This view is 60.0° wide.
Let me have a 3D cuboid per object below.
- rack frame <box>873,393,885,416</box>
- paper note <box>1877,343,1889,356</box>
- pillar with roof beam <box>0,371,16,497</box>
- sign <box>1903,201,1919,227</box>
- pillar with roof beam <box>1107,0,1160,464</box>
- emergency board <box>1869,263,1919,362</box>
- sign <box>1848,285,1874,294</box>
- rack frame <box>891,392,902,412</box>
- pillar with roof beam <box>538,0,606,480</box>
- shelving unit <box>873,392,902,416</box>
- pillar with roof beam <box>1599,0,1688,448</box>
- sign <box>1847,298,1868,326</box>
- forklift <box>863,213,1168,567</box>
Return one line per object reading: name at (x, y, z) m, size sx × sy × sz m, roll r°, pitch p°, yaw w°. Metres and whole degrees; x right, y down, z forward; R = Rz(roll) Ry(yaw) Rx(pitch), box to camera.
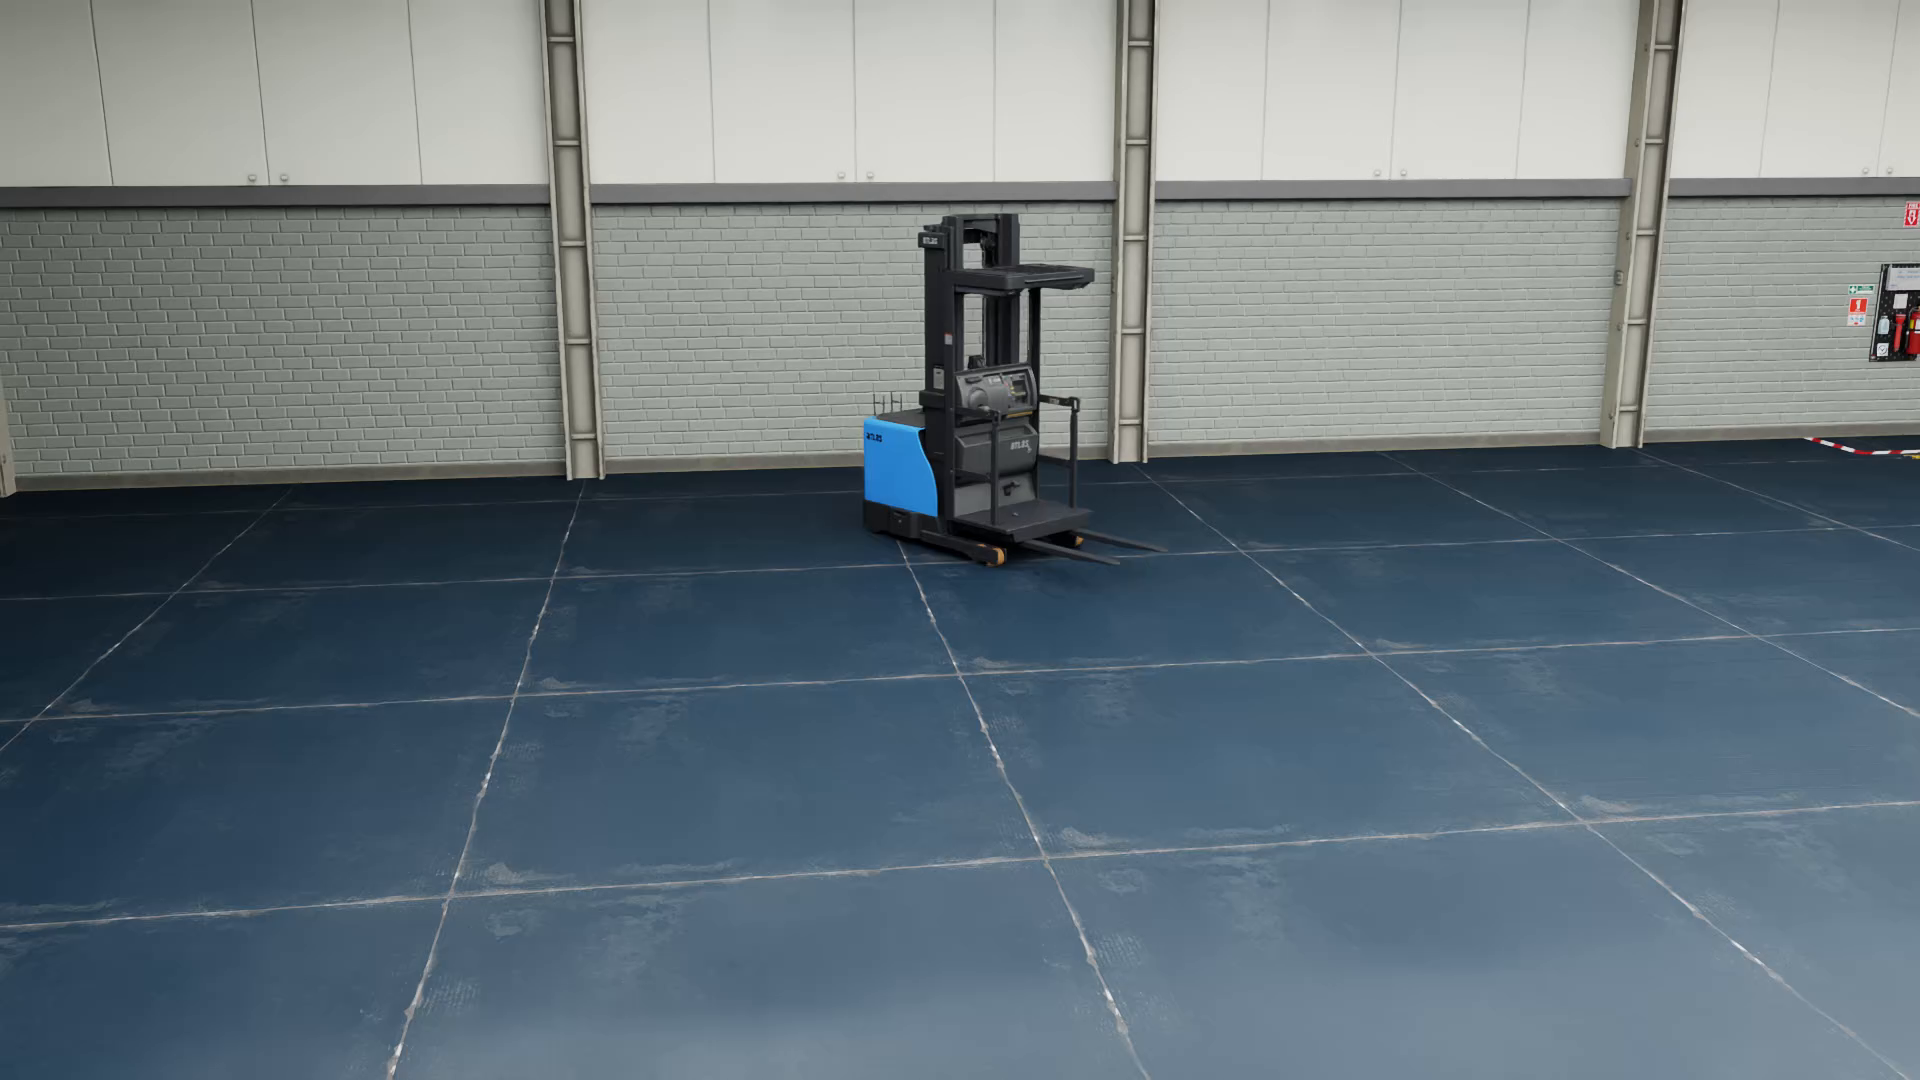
rack frame at (-0.759, -0.796, 15.929) m, size 0.006 × 1.200 × 0.240 m, roll -7°, pitch 13°, yaw -26°
paper note at (11.125, -2.295, 20.044) m, size 0.142 × 0.148 × 0.016 m, roll -2°, pitch 14°, yaw -8°
pillar with roof beam at (-9.331, -3.797, 11.890) m, size 0.400 × 9.000 × 9.100 m, roll -2°, pitch 14°, yaw -8°
sign at (11.288, -3.860, 19.709) m, size 0.199 × 0.298 × 0.001 m, roll -2°, pitch 14°, yaw -8°
pillar with roof beam at (2.535, -4.232, 13.624) m, size 0.400 × 9.000 × 9.100 m, roll -2°, pitch 14°, yaw -8°
emergency board at (11.311, -2.712, 19.897) m, size 0.643 × 1.169 × 0.194 m, roll -2°, pitch 14°, yaw -8°
sign at (10.754, -2.989, 19.839) m, size 0.331 × 0.109 × 0.001 m, roll -2°, pitch 14°, yaw -8°
rack frame at (-0.595, -0.816, 16.008) m, size 0.006 × 1.200 × 0.240 m, roll -7°, pitch 13°, yaw -26°
pillar with roof beam at (-3.398, -4.014, 12.757) m, size 0.400 × 9.000 × 9.100 m, roll -2°, pitch 14°, yaw -8°
shelving unit at (-0.677, -0.806, 15.968) m, size 0.189 × 1.200 × 0.258 m, roll -7°, pitch 13°, yaw -26°
pillar with roof beam at (8.468, -4.449, 14.491) m, size 0.400 × 9.000 × 9.100 m, roll -2°, pitch 14°, yaw -8°
sign at (10.749, -2.734, 19.911) m, size 0.234 × 0.329 × 0.001 m, roll -2°, pitch 14°, yaw -8°
forklift at (0.471, -1.329, 14.526) m, size 1.130 × 2.935 × 3.031 m, roll -13°, pitch 19°, yaw -42°
